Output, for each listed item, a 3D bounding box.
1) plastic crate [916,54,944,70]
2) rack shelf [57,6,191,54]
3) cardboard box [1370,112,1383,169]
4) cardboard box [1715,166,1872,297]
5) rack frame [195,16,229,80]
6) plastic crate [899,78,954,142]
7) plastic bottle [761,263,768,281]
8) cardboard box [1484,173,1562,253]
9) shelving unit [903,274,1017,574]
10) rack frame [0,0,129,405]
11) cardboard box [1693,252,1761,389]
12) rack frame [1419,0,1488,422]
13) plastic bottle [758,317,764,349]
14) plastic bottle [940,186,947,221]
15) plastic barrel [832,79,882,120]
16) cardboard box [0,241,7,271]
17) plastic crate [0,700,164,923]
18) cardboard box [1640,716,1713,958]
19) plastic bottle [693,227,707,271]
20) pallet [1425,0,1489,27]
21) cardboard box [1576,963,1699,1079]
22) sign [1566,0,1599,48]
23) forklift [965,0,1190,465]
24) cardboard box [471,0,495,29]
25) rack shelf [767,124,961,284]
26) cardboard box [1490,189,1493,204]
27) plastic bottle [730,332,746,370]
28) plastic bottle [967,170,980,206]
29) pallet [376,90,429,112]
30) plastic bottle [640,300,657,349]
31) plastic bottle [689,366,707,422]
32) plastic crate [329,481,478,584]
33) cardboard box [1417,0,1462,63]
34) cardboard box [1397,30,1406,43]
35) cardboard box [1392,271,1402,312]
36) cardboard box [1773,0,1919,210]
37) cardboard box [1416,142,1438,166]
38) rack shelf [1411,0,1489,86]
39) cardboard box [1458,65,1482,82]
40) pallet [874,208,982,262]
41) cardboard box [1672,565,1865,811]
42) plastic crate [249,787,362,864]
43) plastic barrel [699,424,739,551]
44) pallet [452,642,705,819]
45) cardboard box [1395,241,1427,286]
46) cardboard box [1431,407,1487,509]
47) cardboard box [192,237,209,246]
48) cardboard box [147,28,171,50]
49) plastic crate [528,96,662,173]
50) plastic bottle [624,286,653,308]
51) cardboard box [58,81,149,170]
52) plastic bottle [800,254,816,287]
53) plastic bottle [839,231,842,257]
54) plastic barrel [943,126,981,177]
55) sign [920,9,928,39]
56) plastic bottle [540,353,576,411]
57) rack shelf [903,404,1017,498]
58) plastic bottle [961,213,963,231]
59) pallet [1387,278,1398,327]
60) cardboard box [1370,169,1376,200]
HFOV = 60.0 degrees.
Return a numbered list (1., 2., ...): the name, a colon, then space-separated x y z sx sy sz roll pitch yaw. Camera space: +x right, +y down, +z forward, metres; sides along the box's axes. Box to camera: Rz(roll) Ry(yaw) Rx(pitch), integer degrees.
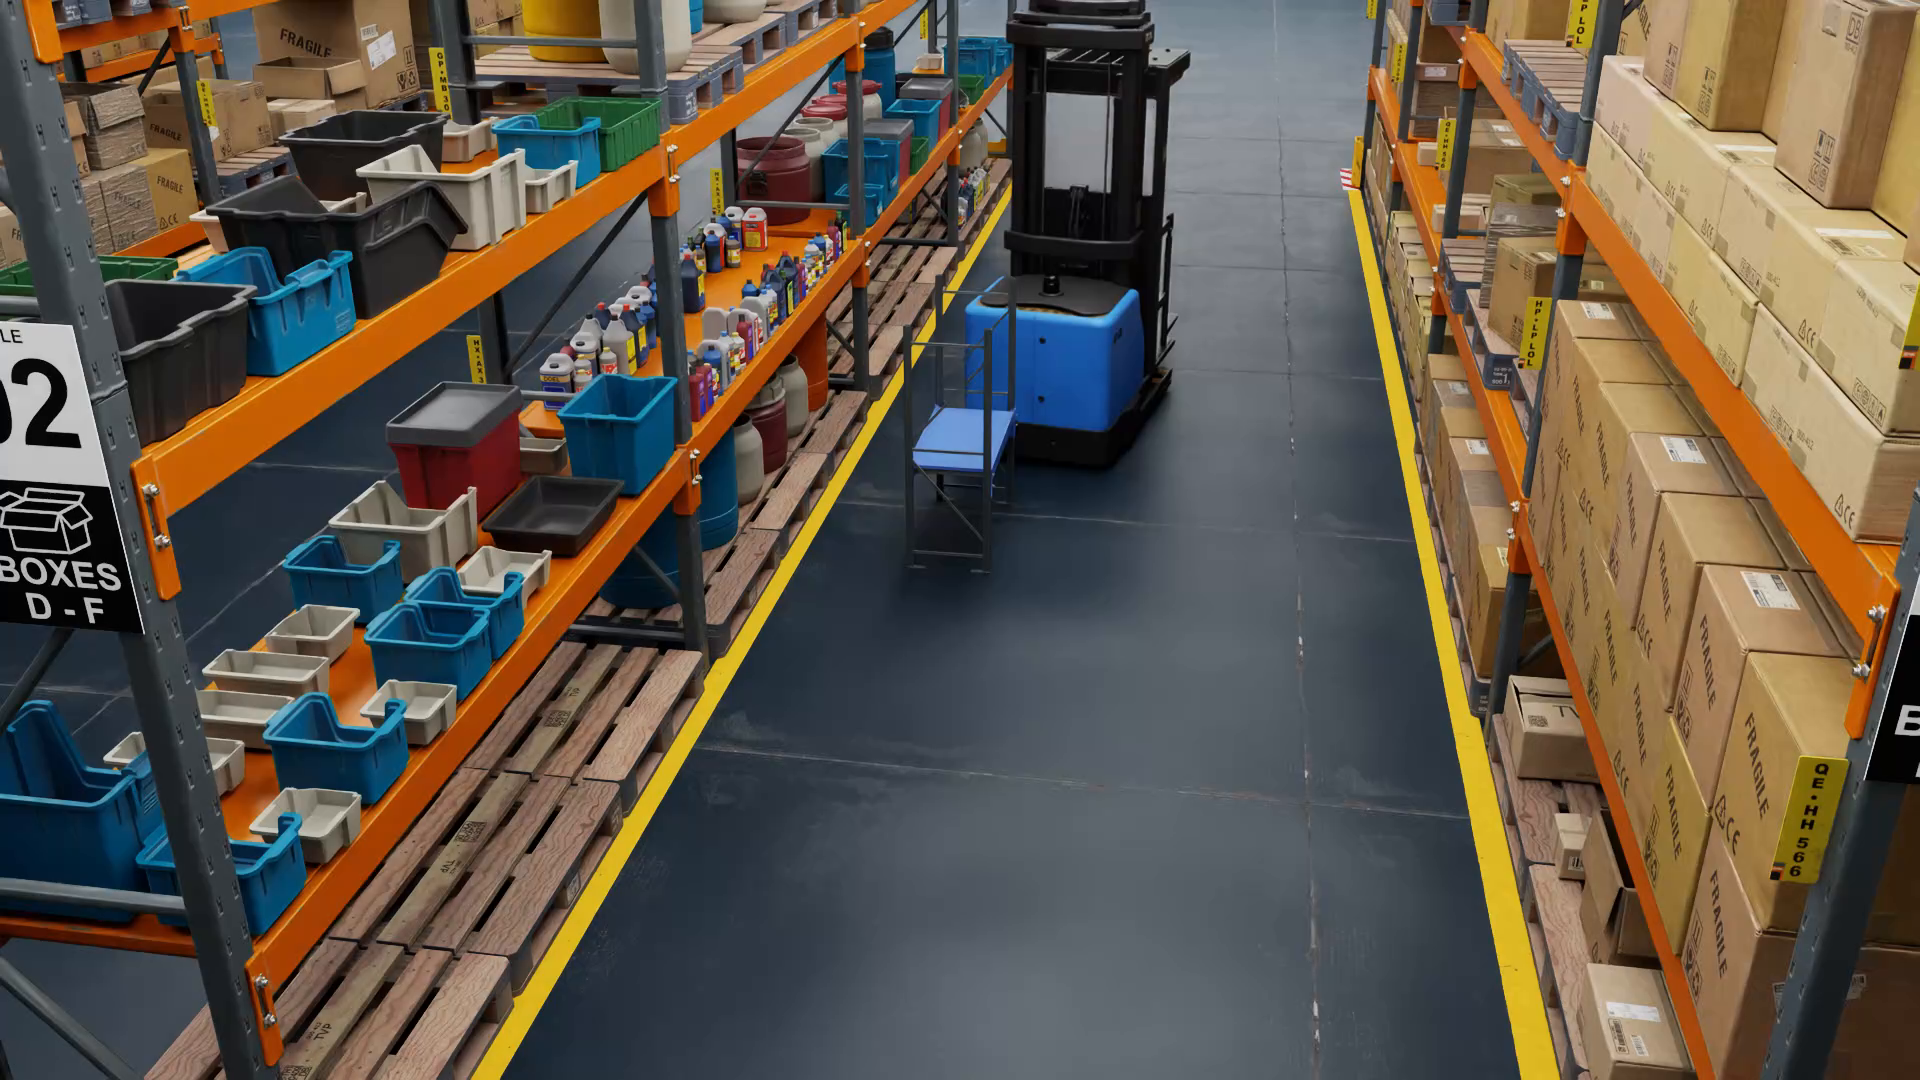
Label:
1. plastic crate: -0.327 -5.233 18.203 0.298 0.136 0.250 4 25 9
2. rack shelf: -6.384 -2.898 10.214 1.077 0.370 4.000 4 25 9
3. cardboard box: 4.636 -4.226 17.605 0.500 0.500 0.500 4 25 9
4. cardboard box: 2.408 -0.836 4.546 0.500 0.250 0.500 4 25 9
5. rack frame: -9.626 -6.434 20.457 1.000 3.000 0.127 4 25 9
6. plastic crate: -0.294 -3.837 14.834 0.402 0.464 0.583 4 25 9
7. plastic bottle: -1.175 -1.562 10.186 0.061 0.283 0.133 4 25 9
8. cardboard box: 3.724 -1.979 10.325 0.700 0.500 0.500 -4 25 -9
9. shelving unit: 0.014 -0.715 10.008 0.538 1.500 1.048 4 25 9
10. rack frame: -2.478 -1.730 3.331 1.000 3.000 0.127 4 25 9
11. cardboard box: 2.394 -0.610 4.655 0.500 0.250 0.500 4 25 9
12. rack frame: 3.716 -2.014 11.015 1.000 3.000 0.127 4 25 9
13. plastic bottle: -1.175 -1.197 9.504 0.097 0.201 0.097 0 25 0
14. plastic bottle: -0.118 -3.350 16.475 0.144 0.351 0.185 4 25 9
15. plastic barrel: -0.889 -3.709 14.474 0.433 0.535 0.433 0 25 0
16. cardboard box: -6.225 -1.669 10.160 0.500 0.500 0.500 3 25 7
17. plastic crate: -2.607 0.791 4.910 0.616 0.435 0.499 4 25 9
18. cardboard box: 2.294 0.863 4.750 0.500 0.500 0.500 4 25 9
19. plastic bottle: -1.702 -1.901 10.911 0.061 0.283 0.133 4 25 9
20. pallet: 3.739 -3.577 11.039 1.213 0.211 1.003 5 26 11
21. cardboard box: 2.439 1.738 5.723 0.500 0.250 0.500 4 25 9
22. sign: 2.514 -2.149 6.691 0.100 0.325 0.005 4 25 9
23. forklift: 0.978 -2.429 11.983 1.130 2.935 3.031 8 26 17
24. cardboard box: -4.998 -5.388 16.574 0.500 0.500 0.500 4 25 9
25. rack shelf: -0.843 -2.870 13.691 1.077 0.370 4.000 4 25 9
26. cardboard box: 4.053 -2.335 11.804 0.500 0.311 0.500 4 25 8
27. plastic bottle: -1.235 -1.044 9.177 0.097 0.201 0.097 0 25 0
28. plastic bottle: 0.125 -3.597 17.002 0.144 0.351 0.185 4 25 8
29. pallet: -5.671 -3.979 15.438 1.003 0.211 1.213 4 25 9
30. plastic bottle: -1.788 -1.234 9.500 0.097 0.271 0.097 0 25 0
31. plastic bottle: -1.343 -0.757 8.467 0.061 0.283 0.133 4 25 9
32. plastic crate: -2.255 -0.034 6.853 0.437 0.282 0.530 4 25 9
33. cardboard box: 4.436 -4.506 14.690 0.700 0.500 0.500 4 25 9
34. cardboard box: 4.495 -4.907 16.312 0.380 0.149 0.250 4 25 9
35. cardboard box: 3.892 -2.050 13.839 0.500 0.250 0.500 3 25 7
36. cardboard box: 2.618 -1.161 4.356 0.700 0.500 0.500 4 25 9
37. cardboard box: 4.023 -3.217 13.881 0.380 0.149 0.250 4 25 9
38. rack shelf: 4.043 -3.883 12.319 1.077 0.370 4.000 4 25 9
39. cardboard box: 4.605 -4.125 14.642 0.380 0.149 0.250 4 25 8
40. pallet: -0.366 -3.047 16.511 1.003 0.211 1.213 4 25 9
41. cardboard box: 2.292 0.417 4.524 0.500 0.500 0.500 5 25 10
42. plastic crate: -1.979 0.870 5.093 0.250 0.136 0.298 4 25 9
43. plastic barrel: -1.603 -0.448 9.649 0.600 0.901 0.708 4 25 9
44. pallet: -1.906 0.887 8.106 1.003 0.211 1.213 4 25 9
45. cardboard box: 3.886 -2.305 13.722 0.500 0.311 0.500 3 25 7
46. cardboard box: 3.193 -0.482 10.171 0.500 0.500 0.500 4 25 8
47. cardboard box: -5.977 -2.391 13.365 0.500 0.250 0.500 5 26 11
48. cardboard box: -9.710 -6.112 19.592 0.875 0.550 0.550 4 25 9
49. plastic crate: -1.595 -1.750 7.163 0.450 0.188 0.662 4 25 9
50. plastic bottle: -1.876 -1.334 9.708 0.152 0.276 0.135 4 25 9
51. cardboard box: -6.192 -2.897 11.600 0.797 0.503 0.637 5 26 10
52. plastic bottle: -0.970 -1.723 10.627 0.097 0.201 0.097 0 25 0
53. plastic bottle: -0.852 -2.023 11.269 0.097 0.201 0.097 0 25 0
54. plastic barrel: 0.023 -4.278 18.291 0.421 0.512 0.421 0 25 0
55. sign: -0.405 -5.870 18.926 0.100 0.325 0.005 4 25 9
56. plastic bottle: -2.079 -0.817 8.604 0.152 0.276 0.135 4 25 9
57. rack shelf: 0.014 -0.552 10.085 0.538 0.185 1.000 4 25 9
58. plastic bottle: -0.015 -3.109 16.136 0.097 0.201 0.097 0 25 0
59. pallet: 4.288 -2.113 14.516 1.003 0.211 1.213 4 25 9
60. cardboard box: 4.556 -3.678 17.317 0.500 0.250 0.500 4 25 9
